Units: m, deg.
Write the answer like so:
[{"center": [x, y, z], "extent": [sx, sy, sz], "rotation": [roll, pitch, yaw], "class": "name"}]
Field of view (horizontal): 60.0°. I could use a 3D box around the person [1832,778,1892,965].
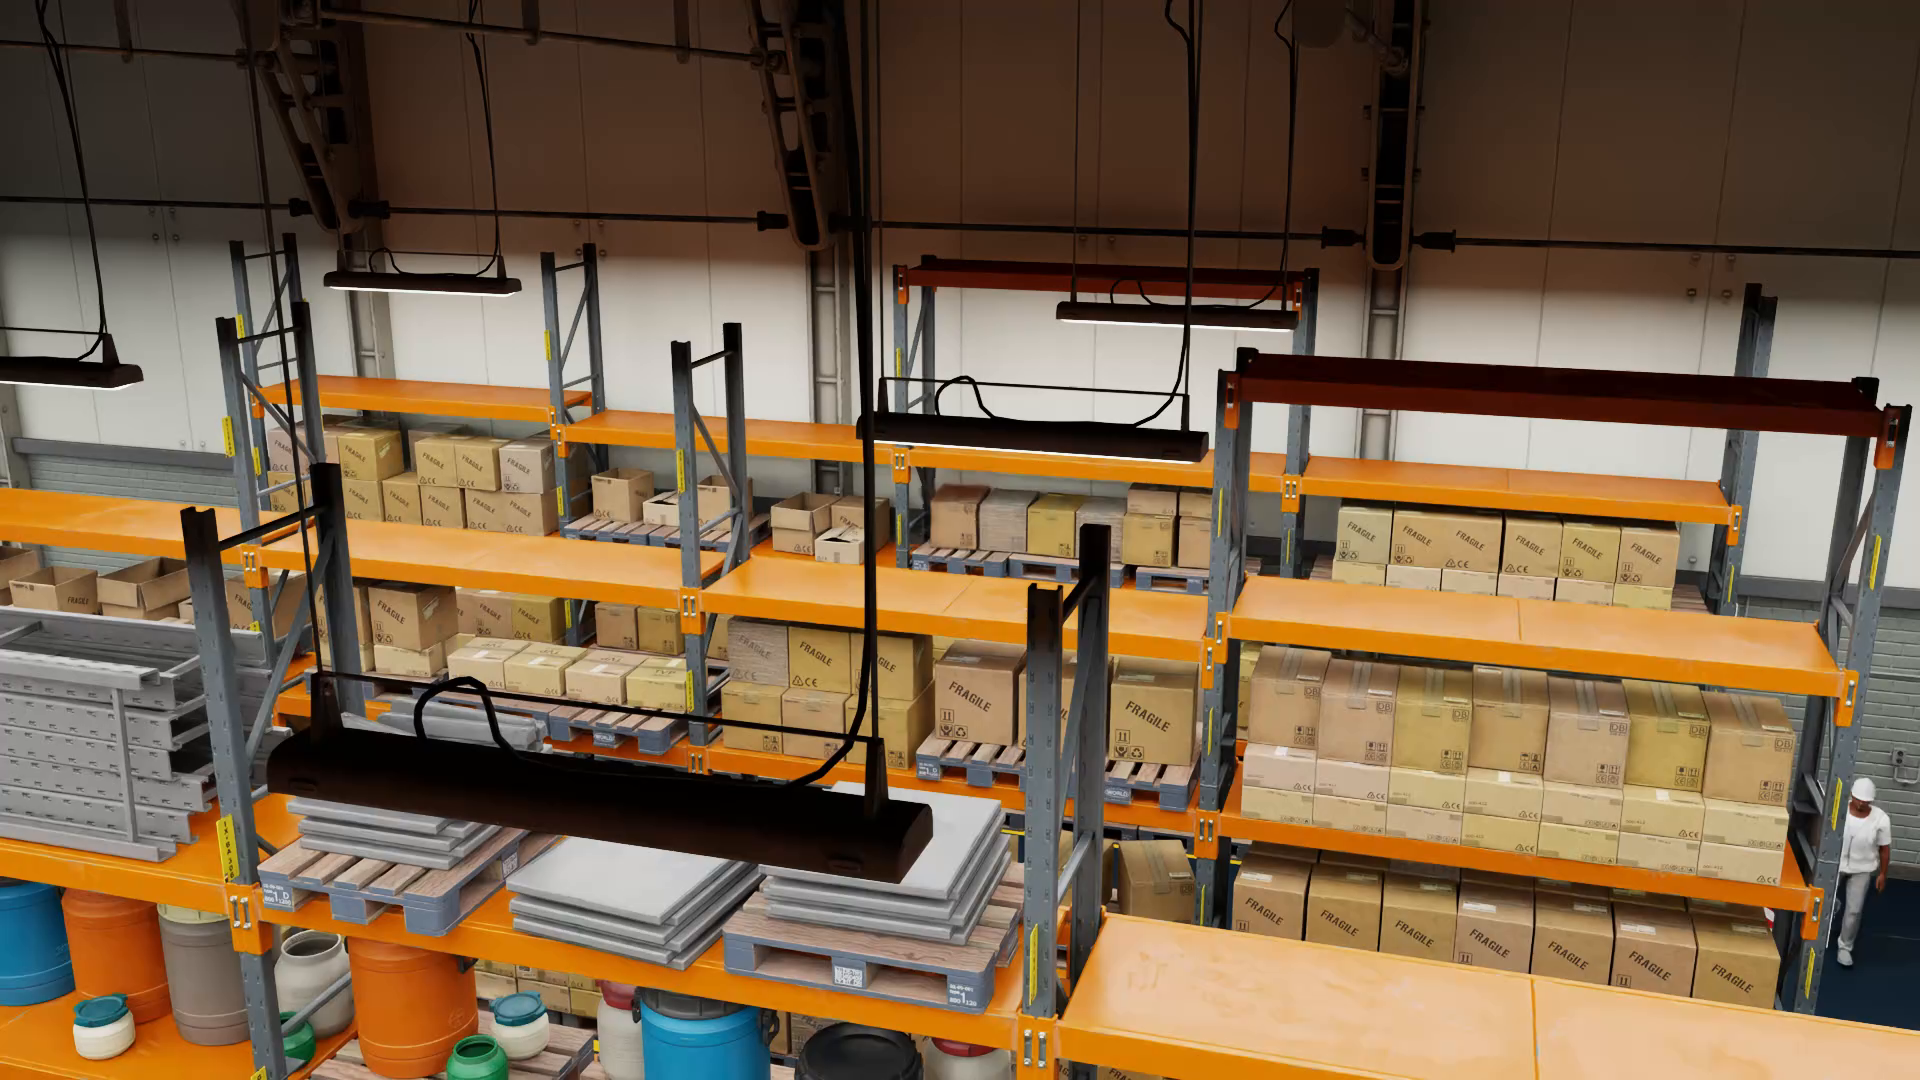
[{"center": [8.171, 2.966, 15.263], "extent": [0.629, 1.761, 0.675], "rotation": [11, 19, 33], "class": "person"}]
